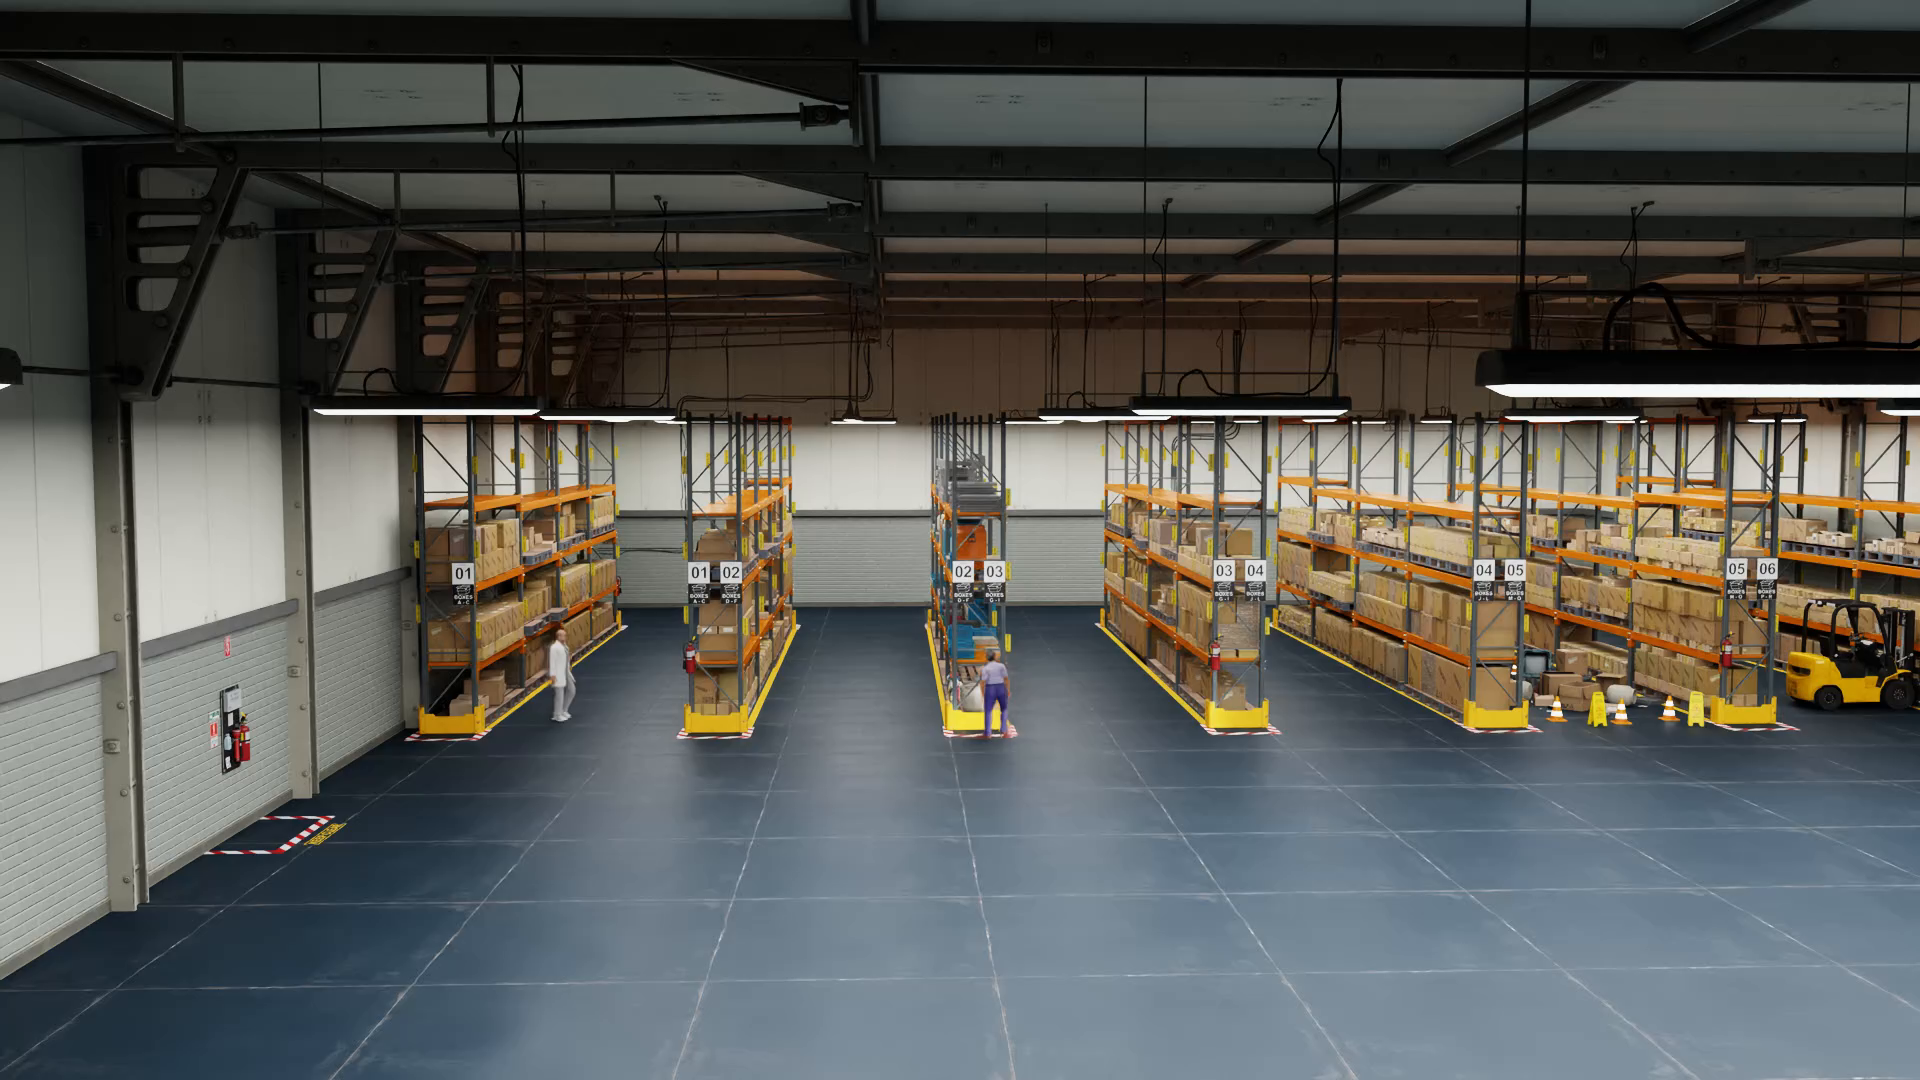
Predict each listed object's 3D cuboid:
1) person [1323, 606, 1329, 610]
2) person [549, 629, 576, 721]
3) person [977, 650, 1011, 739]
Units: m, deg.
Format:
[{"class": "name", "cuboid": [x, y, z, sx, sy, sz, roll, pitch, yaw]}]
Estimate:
[{"class": "person", "cuboid": [10.846, 1.585, 48.515, 1.010, 1.682, 0.621, 2, 4, 30]}, {"class": "person", "cuboid": [-7.804, 2.635, 32.456, 0.437, 1.781, 0.703, 1, 4, 18]}, {"class": "person", "cuboid": [0.645, 2.834, 30.441, 0.607, 1.662, 0.376, -1, 4, -12]}]
